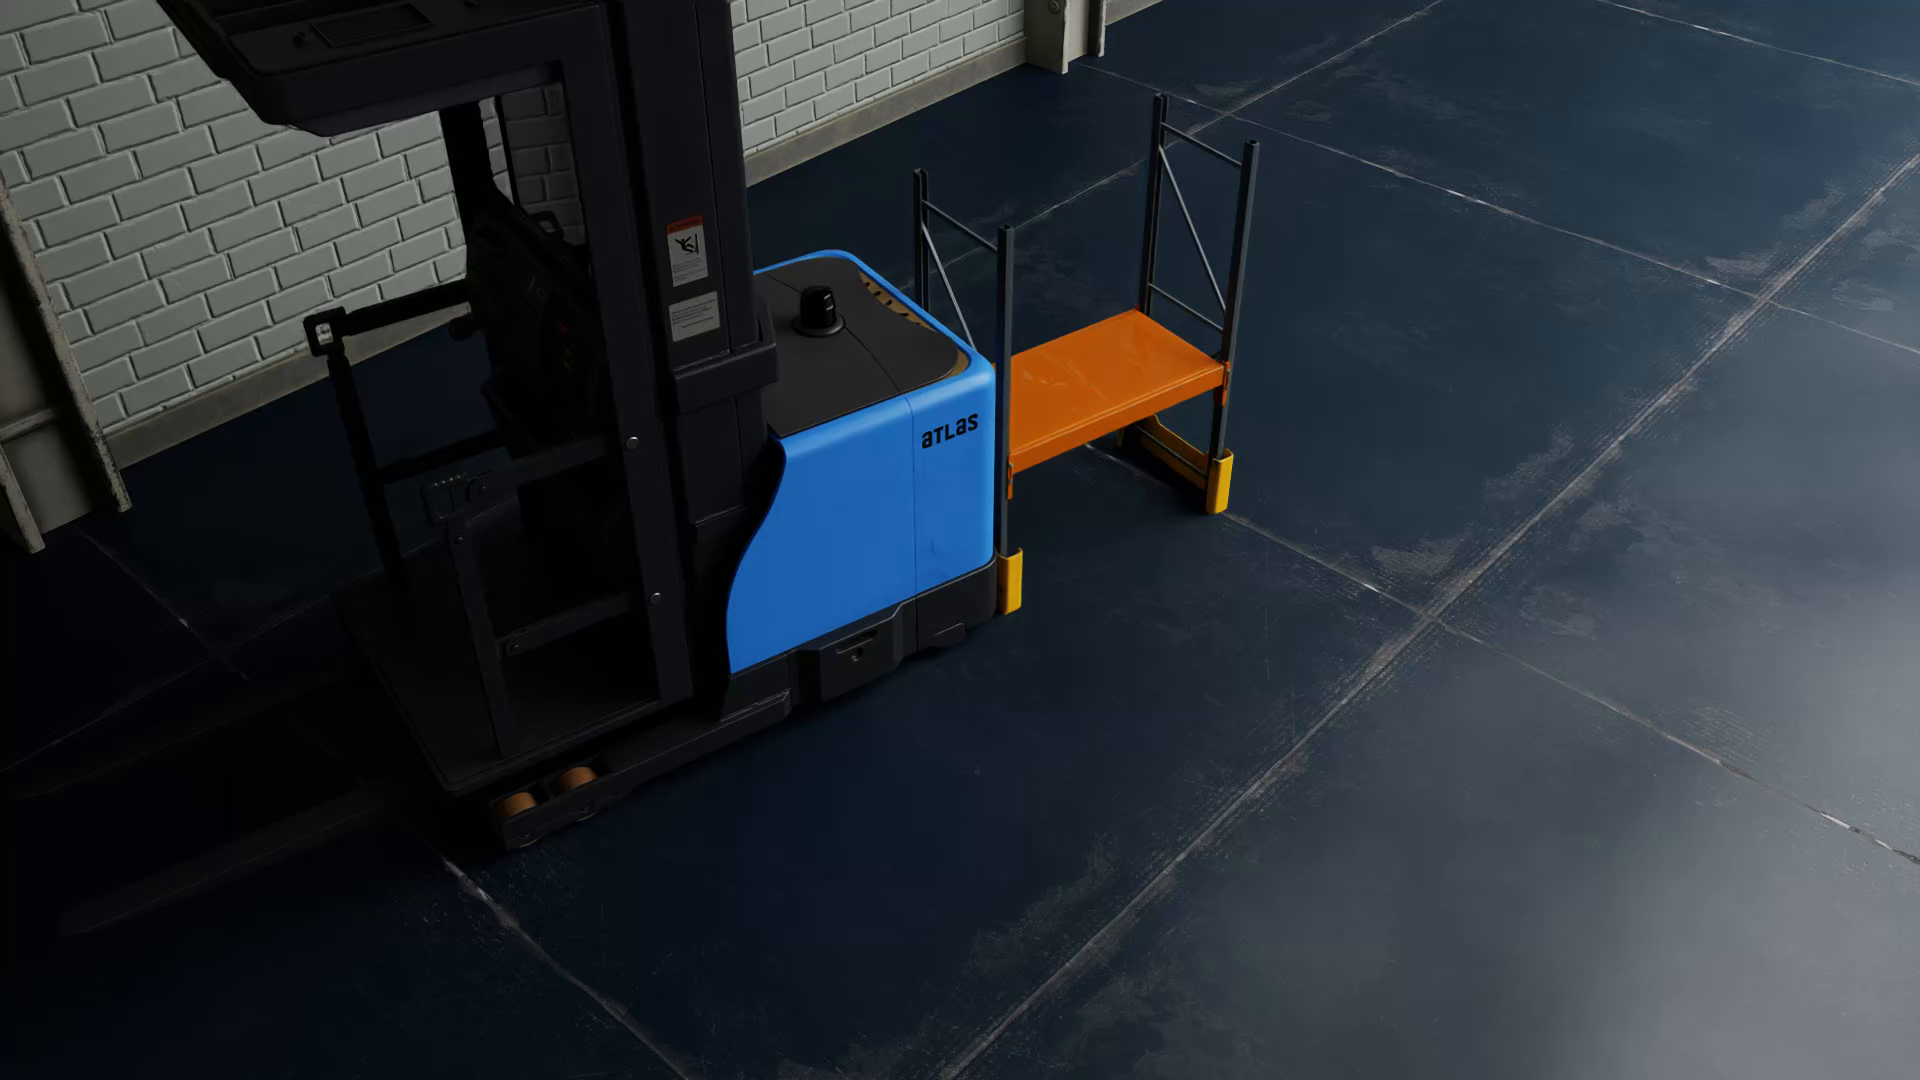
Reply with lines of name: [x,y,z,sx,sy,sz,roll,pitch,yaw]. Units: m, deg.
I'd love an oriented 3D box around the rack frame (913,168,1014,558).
rack frame: [0.006,-0.476,5.643,0.032,1.500,0.500,-24,44,-27]

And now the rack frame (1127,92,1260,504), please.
rack frame: [0.833,-0.844,6.106,0.032,1.500,0.500,-24,44,-27]

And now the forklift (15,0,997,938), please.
forklift: [-1.381,-0.588,4.634,3.031,2.935,1.130,-23,44,-26]

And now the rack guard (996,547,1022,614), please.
rack guard: [0.022,0.006,6.041,0.087,0.250,0.587,-24,44,-27]

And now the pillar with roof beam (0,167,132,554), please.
pillar with roof beam: [-0.258,-1.816,1.304,9.100,9.000,0.400,30,47,32]

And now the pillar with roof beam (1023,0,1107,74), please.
pillar with roof beam: [3.790,-4.572,4.770,9.100,9.000,0.400,30,47,32]

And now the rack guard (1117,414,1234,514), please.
rack guard: [0.832,-0.354,6.494,0.087,0.250,0.587,-24,44,-27]

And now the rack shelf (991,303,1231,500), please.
rack shelf: [0.420,-0.519,5.987,1.000,0.185,0.538,-24,44,-27]

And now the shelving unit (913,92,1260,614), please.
shelving unit: [0.427,-0.663,5.879,1.083,1.500,0.587,-24,44,-27]
